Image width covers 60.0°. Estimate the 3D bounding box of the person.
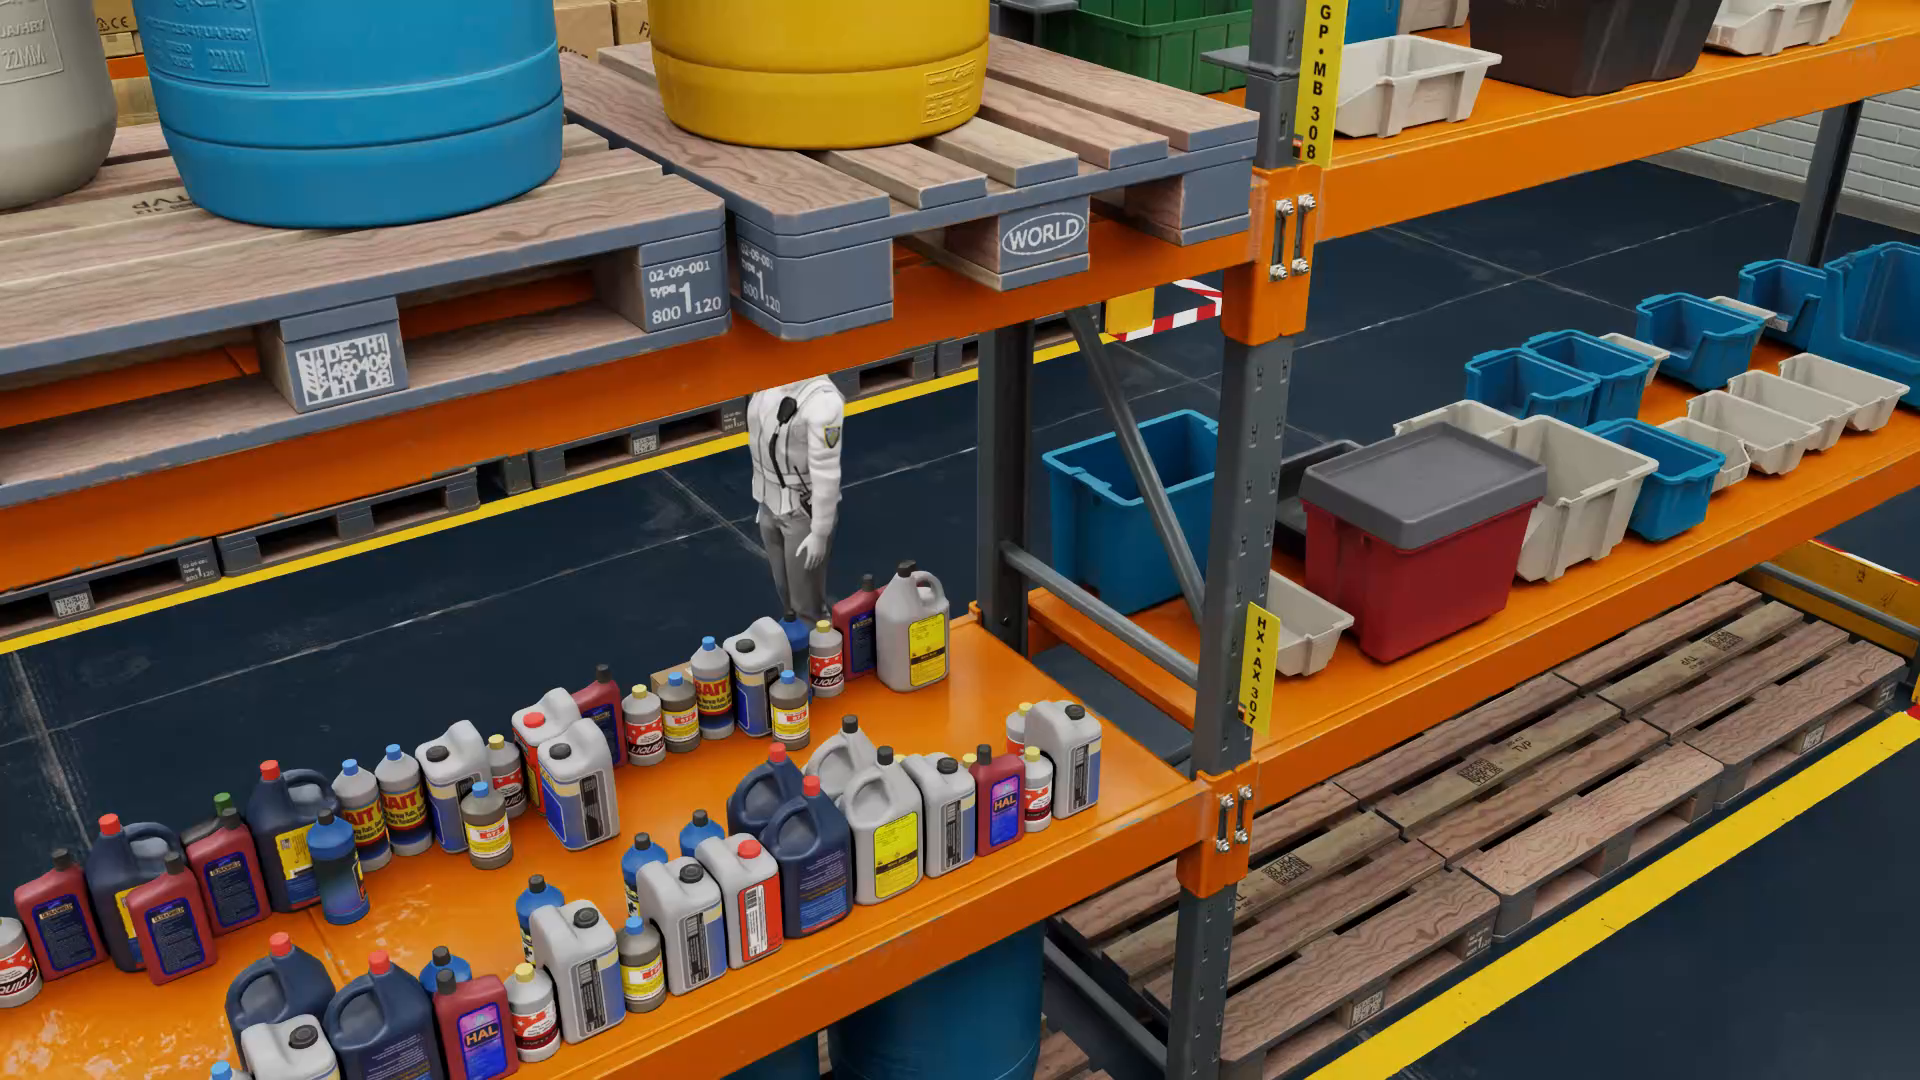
[{"bbox_3d":[-0.615,-0.089,6.330,0.376,1.745,0.458,-18,34,-30],"label":"person"}]
